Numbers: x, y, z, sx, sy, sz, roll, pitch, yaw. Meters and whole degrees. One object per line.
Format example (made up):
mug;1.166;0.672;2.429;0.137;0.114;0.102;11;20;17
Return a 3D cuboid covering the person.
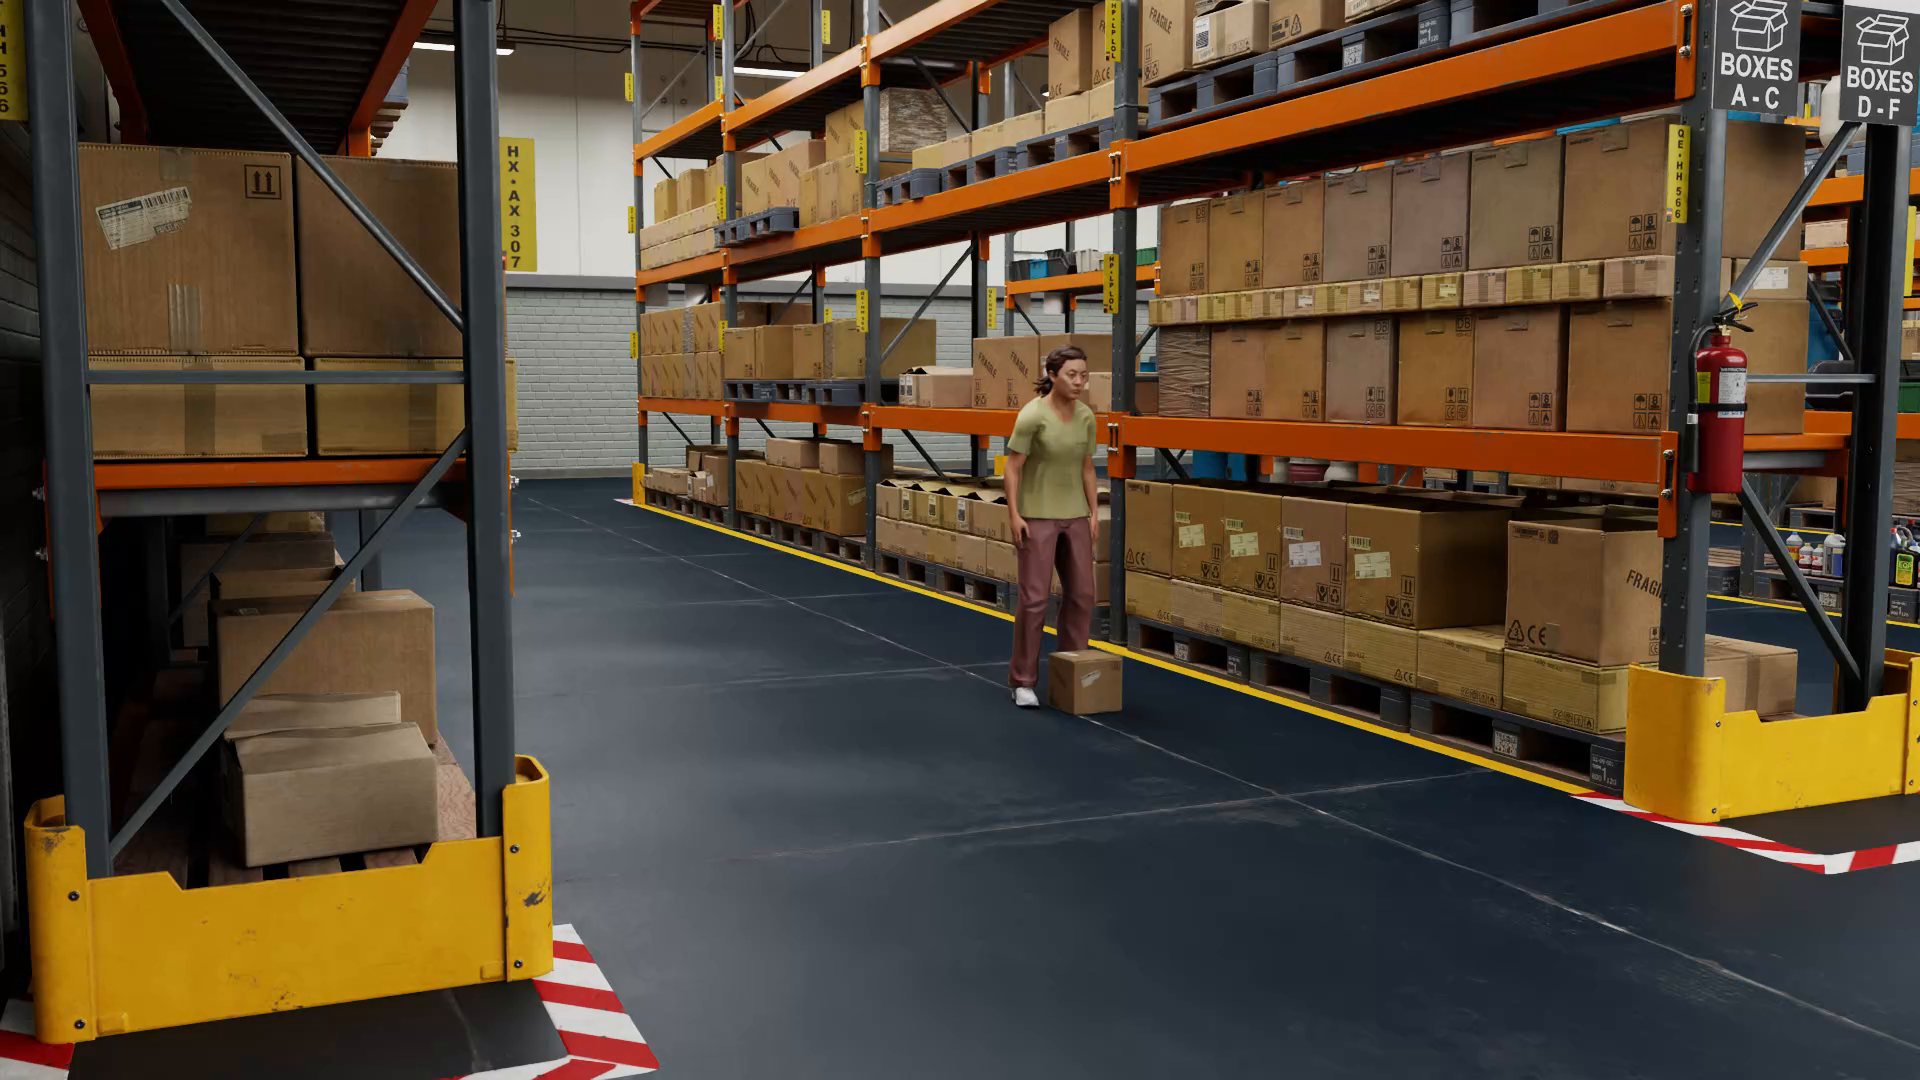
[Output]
person;0.452;-0.077;7.779;0.504;1.671;0.361;-3;6;-27
